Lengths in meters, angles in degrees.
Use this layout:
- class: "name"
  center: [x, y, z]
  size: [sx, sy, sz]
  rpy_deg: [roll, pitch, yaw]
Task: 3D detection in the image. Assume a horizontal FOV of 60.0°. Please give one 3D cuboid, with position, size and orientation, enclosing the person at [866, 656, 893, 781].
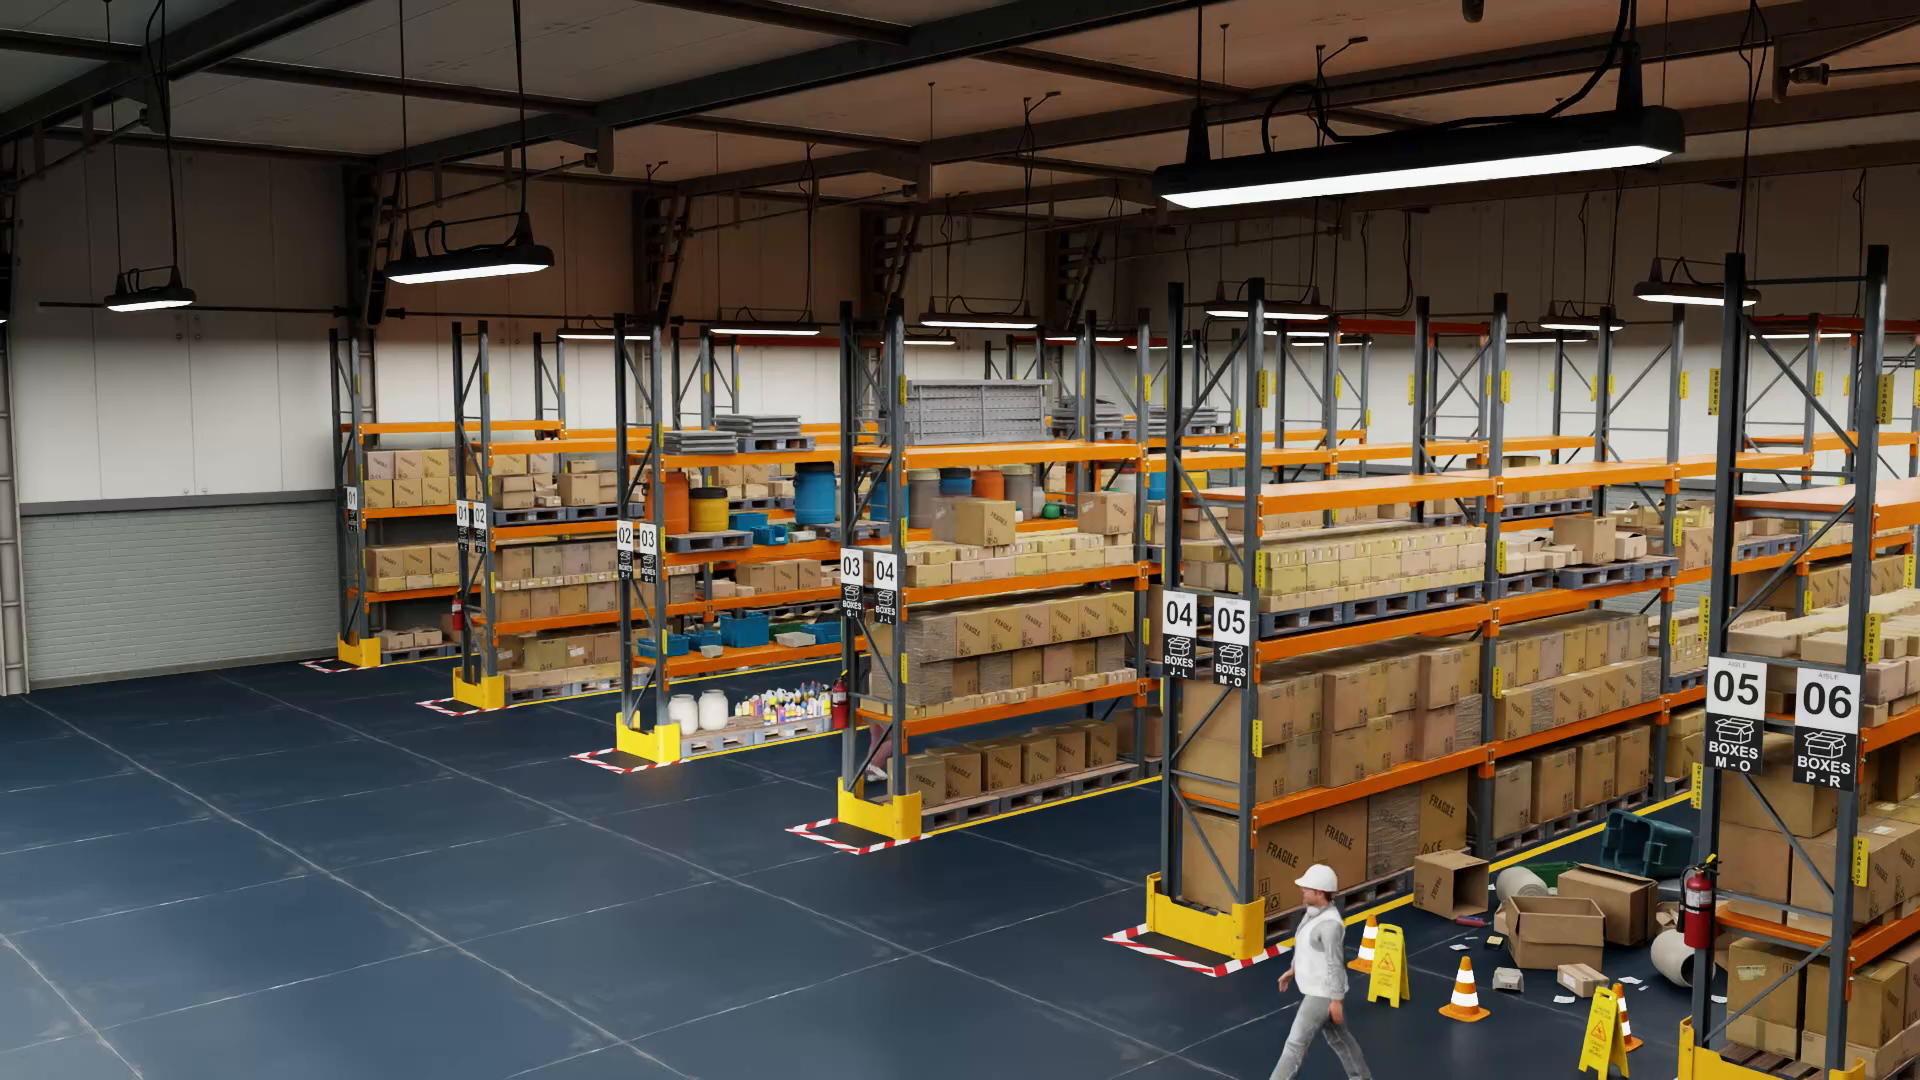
- class: "person"
  center: [-1.037, 2.242, 21.201]
  size: [0.471, 1.654, 0.512]
  rpy_deg: [-4, 7, -33]

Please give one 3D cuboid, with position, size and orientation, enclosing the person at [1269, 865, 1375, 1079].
- class: "person"
  center: [2.453, 3.128, 11.712]
  size: [1.013, 1.717, 0.578]
  rpy_deg: [0, 6, 2]
